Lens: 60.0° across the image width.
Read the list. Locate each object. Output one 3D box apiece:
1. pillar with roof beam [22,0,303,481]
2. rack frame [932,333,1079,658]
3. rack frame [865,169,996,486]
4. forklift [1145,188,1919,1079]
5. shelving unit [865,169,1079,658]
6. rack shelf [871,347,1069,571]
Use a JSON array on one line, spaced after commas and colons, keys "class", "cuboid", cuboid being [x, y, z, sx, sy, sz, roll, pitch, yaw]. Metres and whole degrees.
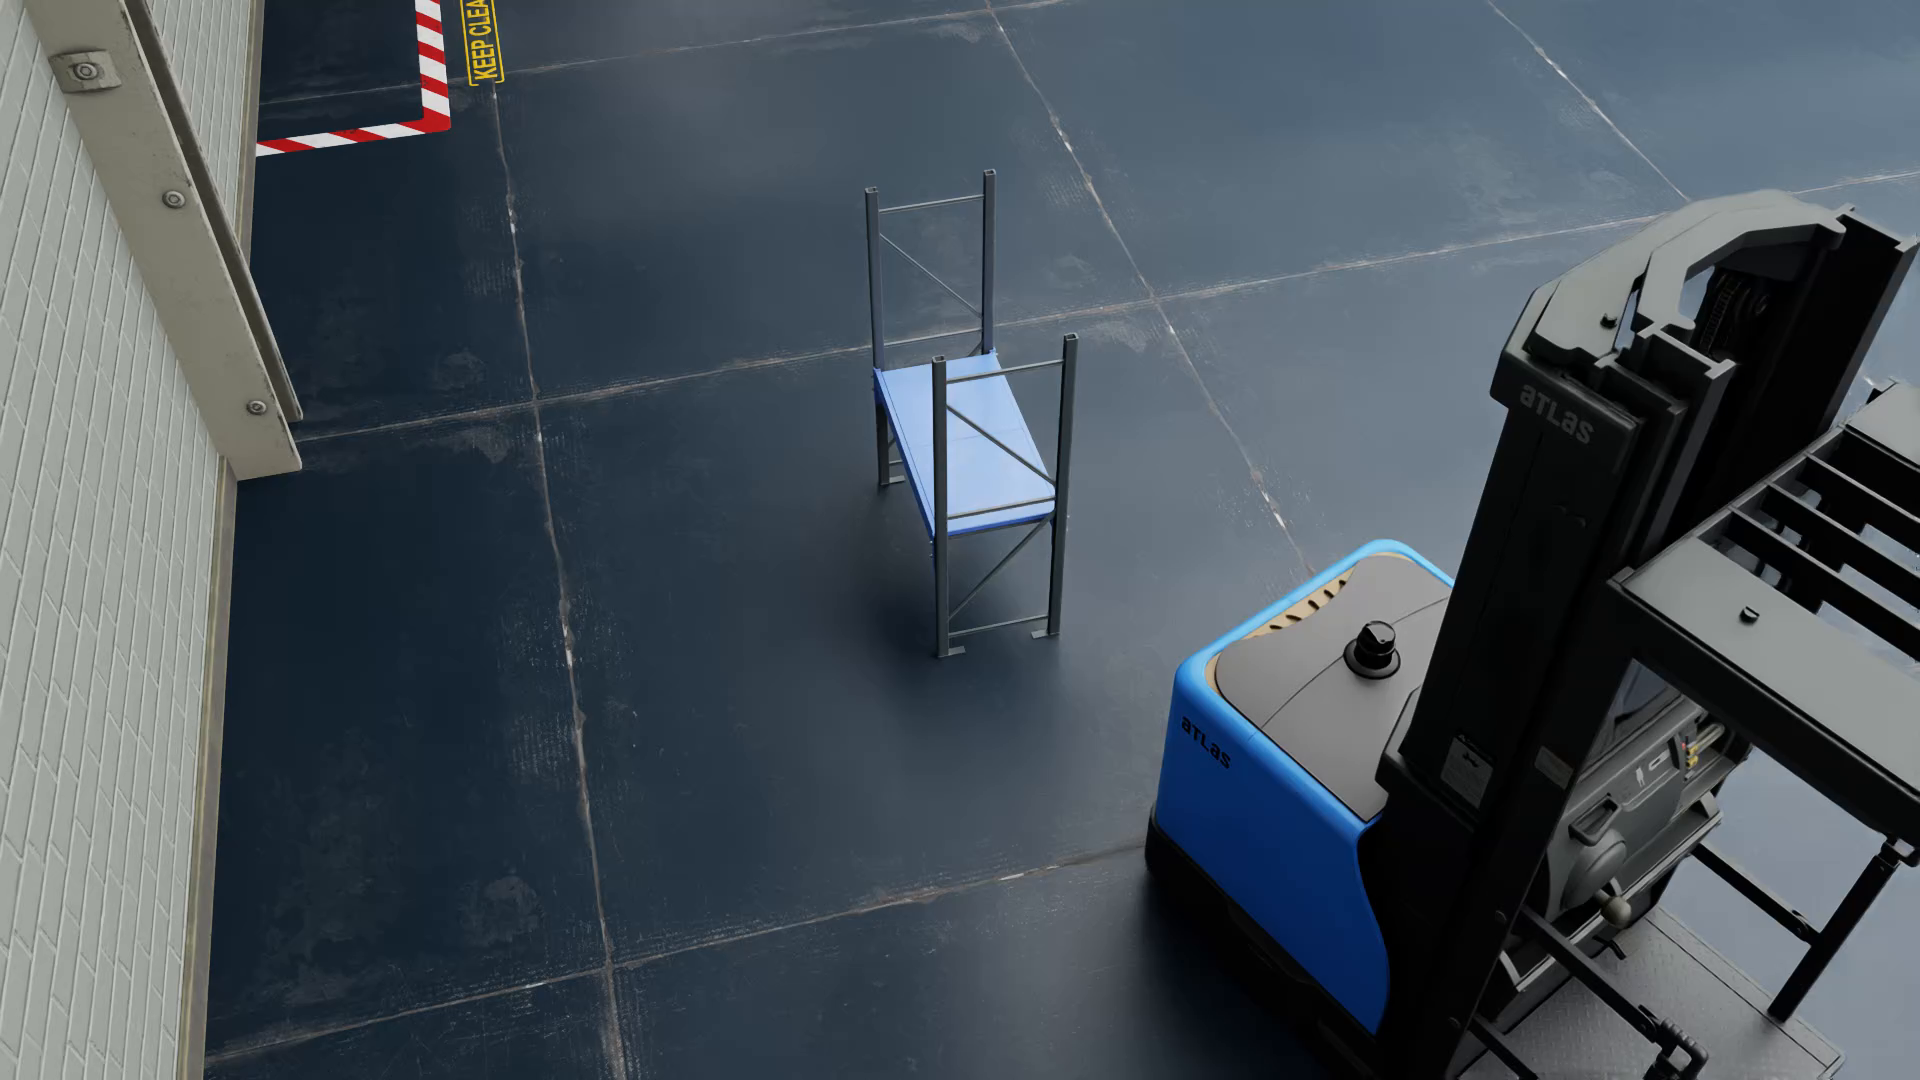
[{"class": "pillar with roof beam", "cuboid": [1.070, -4.354, 4.967, 9.100, 9.000, 0.400, -11, 47, -10]}, {"class": "rack frame", "cuboid": [0.152, -0.115, 6.063, 0.500, 1.500, 0.032, -11, 47, -10]}, {"class": "rack frame", "cuboid": [-0.108, -0.817, 6.751, 0.500, 1.500, 0.032, -11, 47, -10]}, {"class": "forklift", "cuboid": [1.947, 0.740, 4.223, 1.130, 2.935, 3.031, -29, 52, -25]}, {"class": "shelving unit", "cuboid": [0.022, -0.466, 6.407, 0.538, 1.500, 1.048, -11, 47, -10]}, {"class": "rack shelf", "cuboid": [0.022, -0.340, 6.536, 0.538, 0.185, 1.000, -11, 47, -10]}]
